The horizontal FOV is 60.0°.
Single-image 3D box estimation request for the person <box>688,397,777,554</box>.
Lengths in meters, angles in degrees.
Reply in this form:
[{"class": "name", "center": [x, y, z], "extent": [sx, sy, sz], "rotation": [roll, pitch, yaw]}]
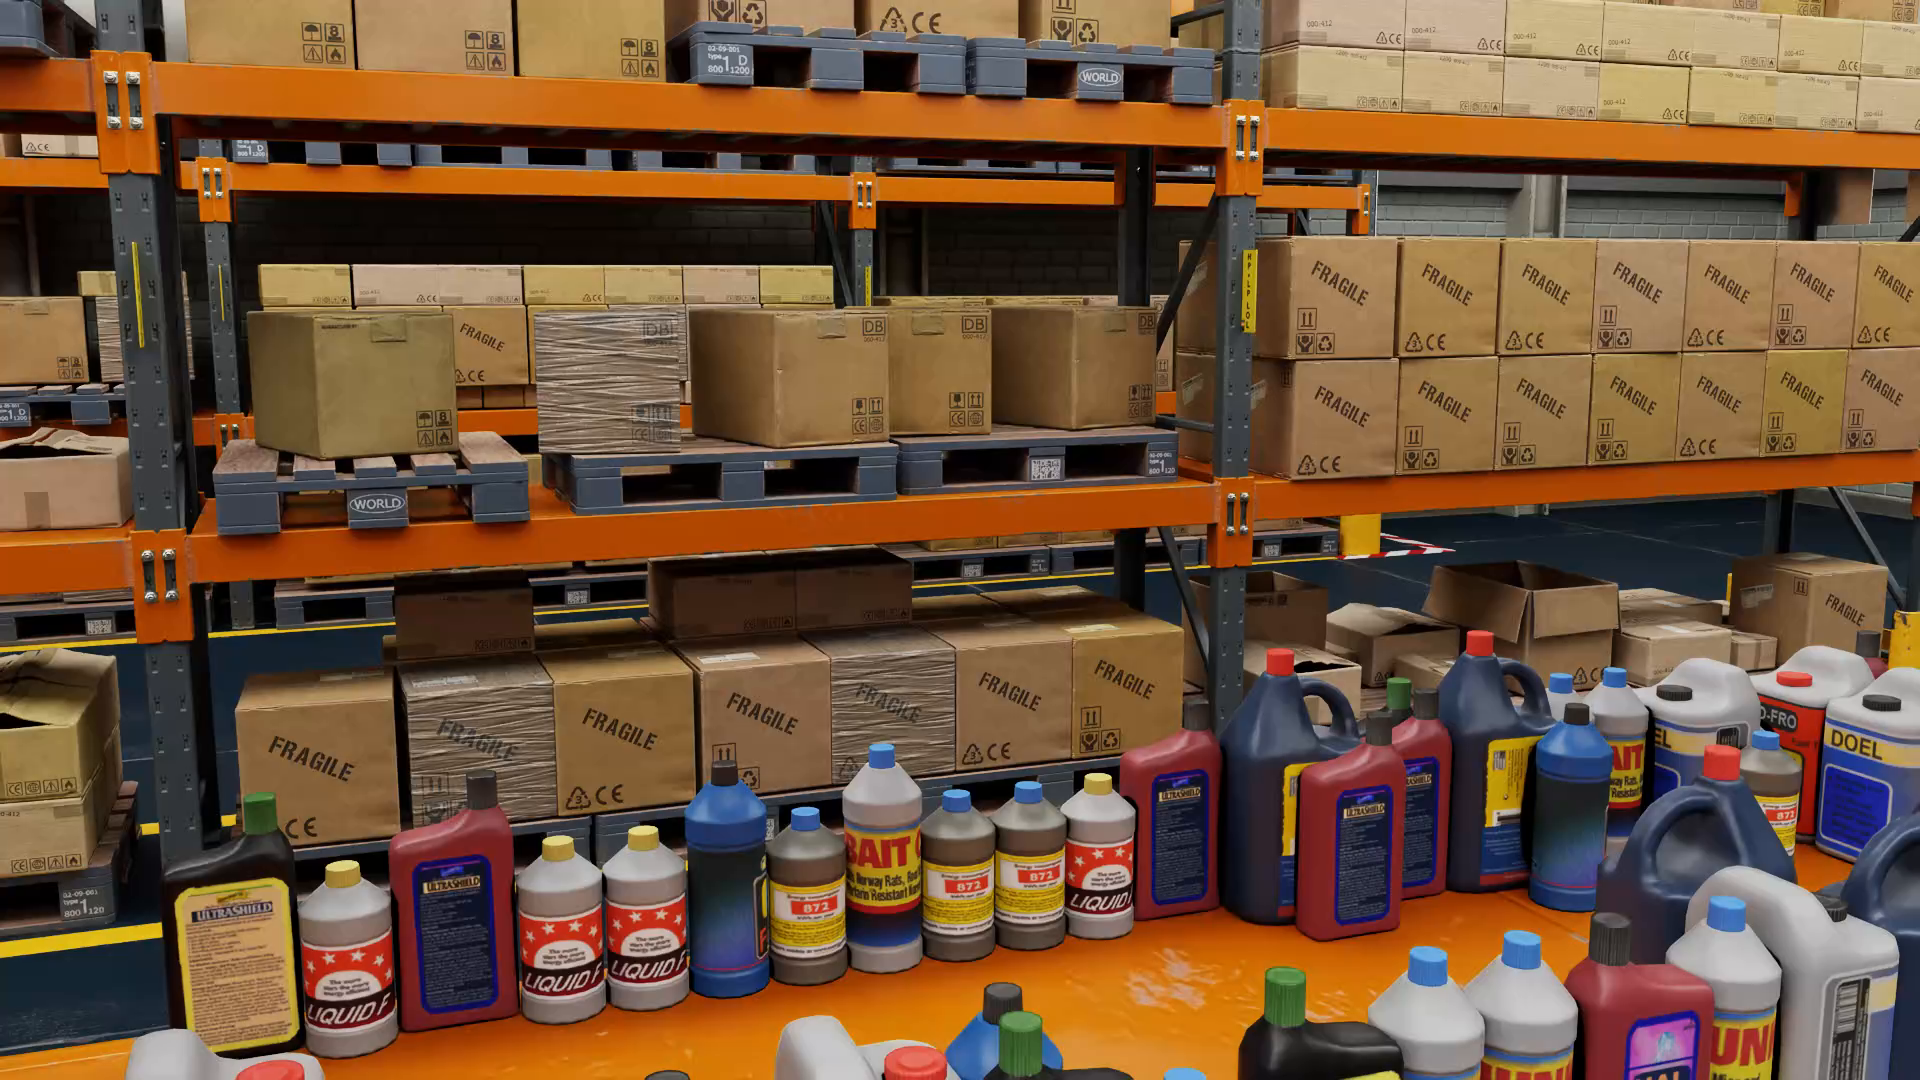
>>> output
[{"class": "person", "center": [-1.151, -0.067, 8.551], "extent": [0.465, 1.600, 0.524], "rotation": [-3, 10, -21]}]
